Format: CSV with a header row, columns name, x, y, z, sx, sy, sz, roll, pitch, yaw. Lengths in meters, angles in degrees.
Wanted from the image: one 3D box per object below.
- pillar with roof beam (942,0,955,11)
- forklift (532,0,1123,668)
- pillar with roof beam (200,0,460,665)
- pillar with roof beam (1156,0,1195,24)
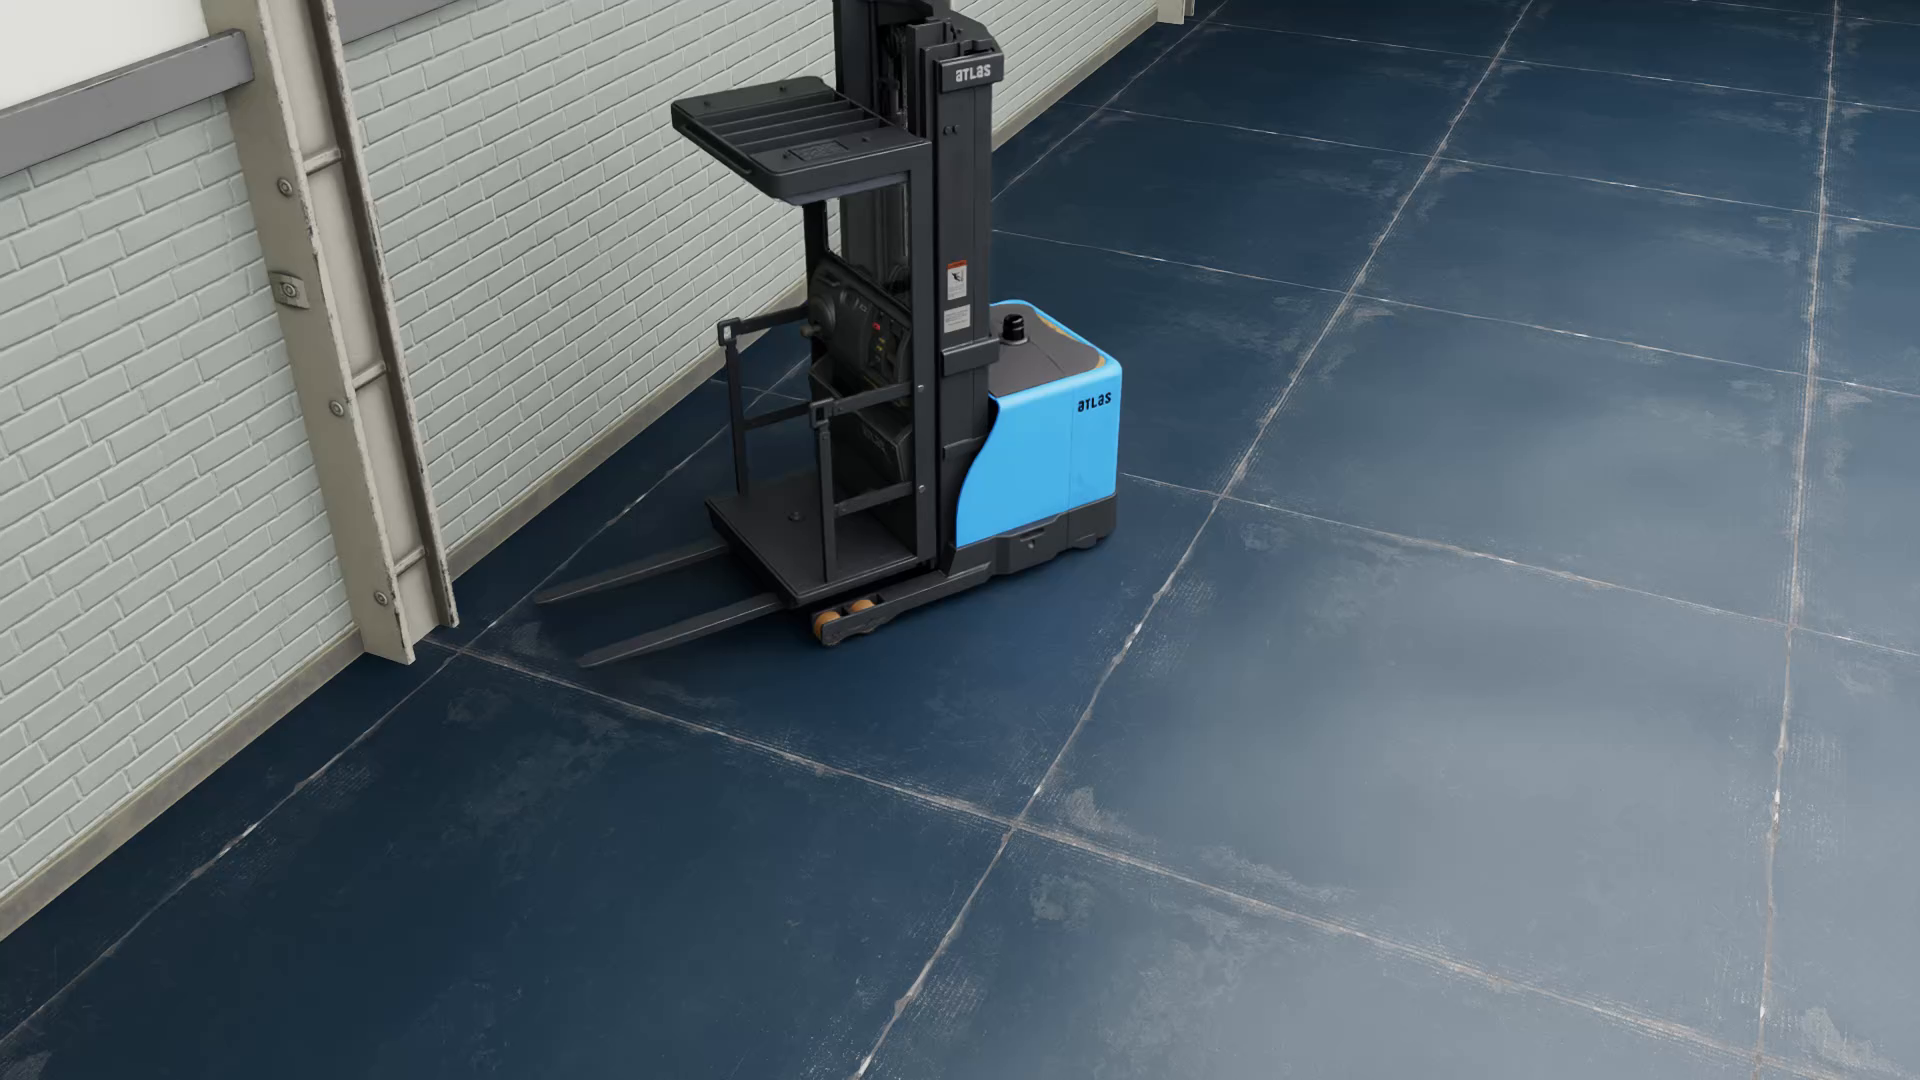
name,x,y,z,sx,sy,sz,roll,pitch,yaw
pillar with roof beam,3.651,-5.282,8.967,9.100,9.000,0.400,14,36,20
forklift,-0.670,-1.032,8.020,3.031,2.935,1.130,-19,38,-26
pillar with roof beam,1.140,-2.293,4.409,9.100,9.000,0.400,14,36,20
pillar with roof beam,6.161,-8.270,13.524,9.100,9.000,0.400,14,36,20
